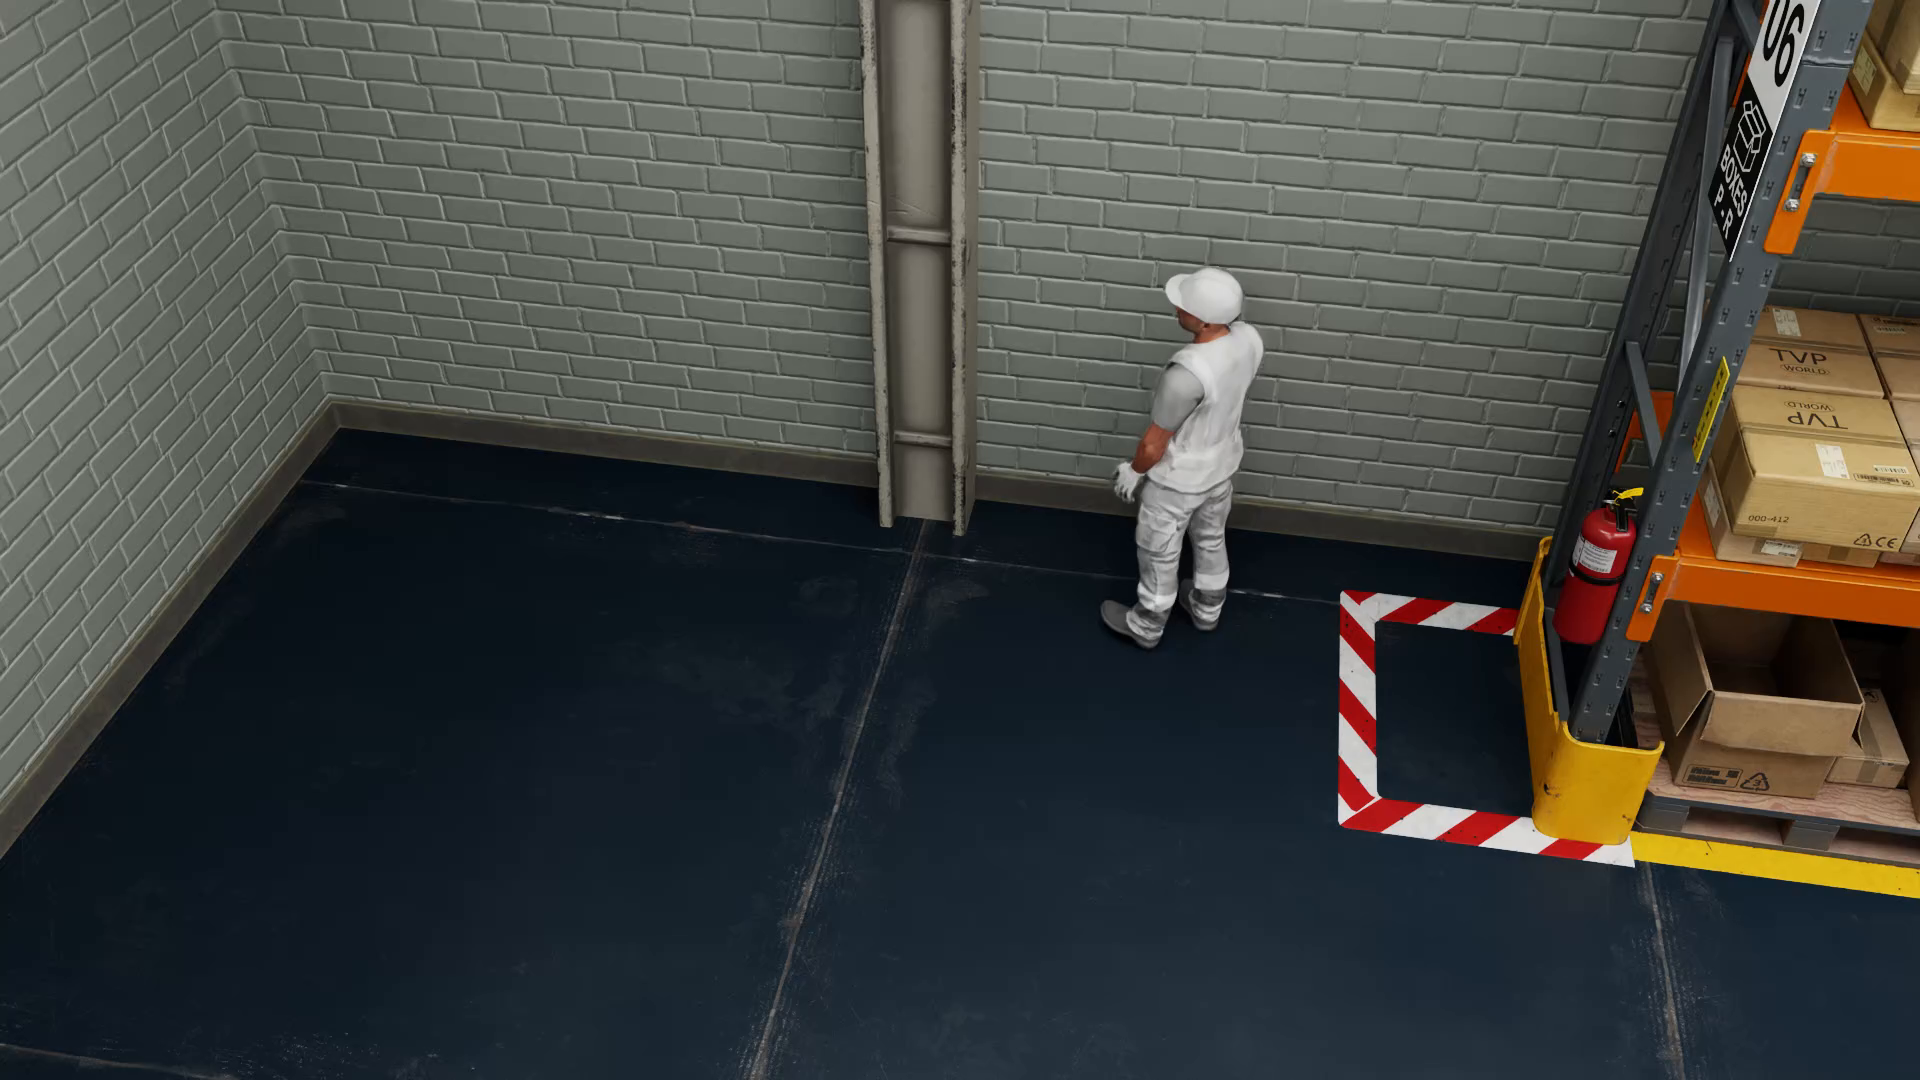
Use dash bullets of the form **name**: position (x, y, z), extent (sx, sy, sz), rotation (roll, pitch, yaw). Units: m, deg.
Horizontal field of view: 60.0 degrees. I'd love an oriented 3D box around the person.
- **person**: position (0.860, -0.300, 6.493), extent (0.572, 1.749, 0.470), rotation (-33, 50, -33)
